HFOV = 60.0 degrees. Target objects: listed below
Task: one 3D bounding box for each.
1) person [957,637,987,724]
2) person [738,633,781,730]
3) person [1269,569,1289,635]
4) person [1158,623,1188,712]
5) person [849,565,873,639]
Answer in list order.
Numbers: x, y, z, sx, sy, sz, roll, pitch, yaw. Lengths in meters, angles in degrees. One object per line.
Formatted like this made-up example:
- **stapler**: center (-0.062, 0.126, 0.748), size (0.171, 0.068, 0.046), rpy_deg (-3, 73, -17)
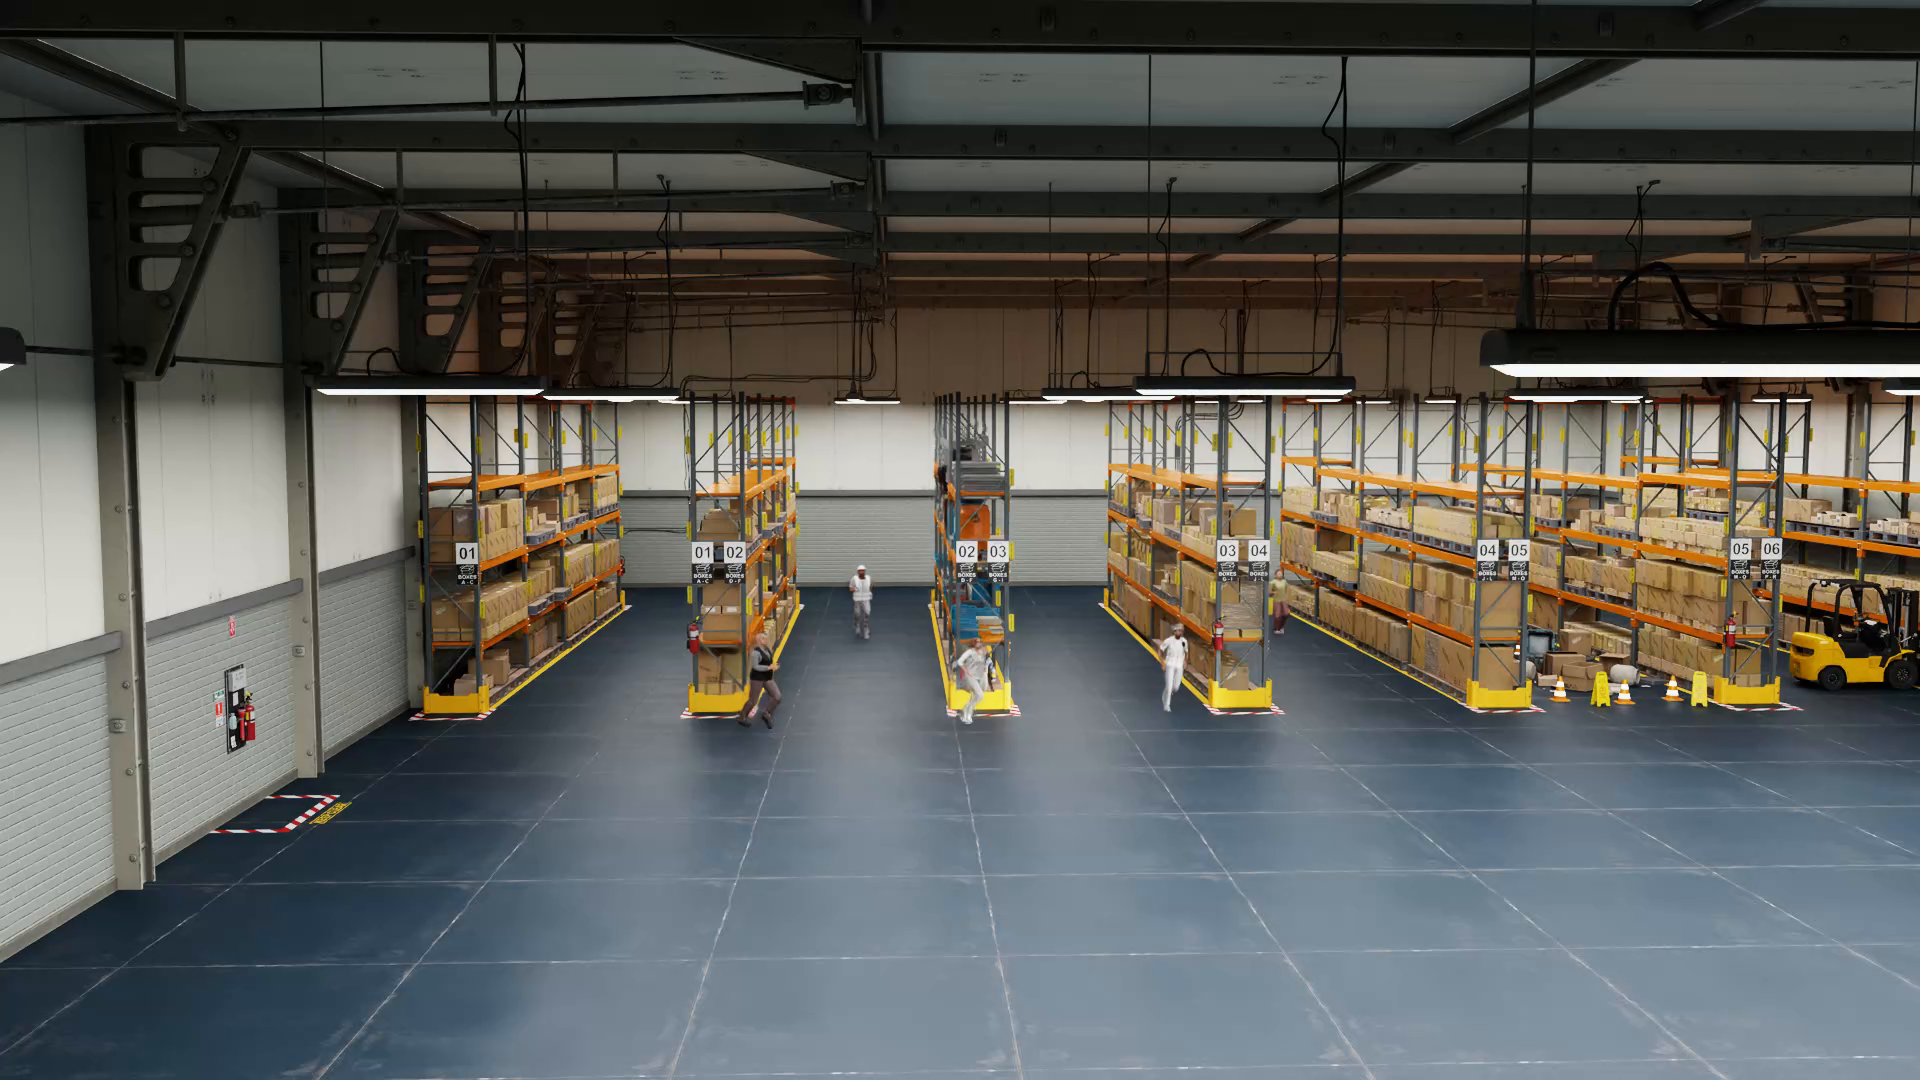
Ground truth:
- **person**: center (0.263, 2.525, 30.031), size (0.546, 1.564, 0.567), rpy_deg (4, 6, 38)
- **person**: center (-3.515, 2.507, 29.473), size (0.865, 1.726, 0.666), rpy_deg (3, 5, 29)
- **person**: center (8.022, 1.556, 41.679), size (0.564, 1.649, 0.583), rpy_deg (0, 5, -6)
- **person**: center (4.049, 2.397, 31.559), size (0.613, 1.659, 0.613), rpy_deg (-1, 5, -11)
- **person**: center (-2.450, 1.525, 41.279), size (0.618, 1.833, 0.853), rpy_deg (-1, 5, -11)
